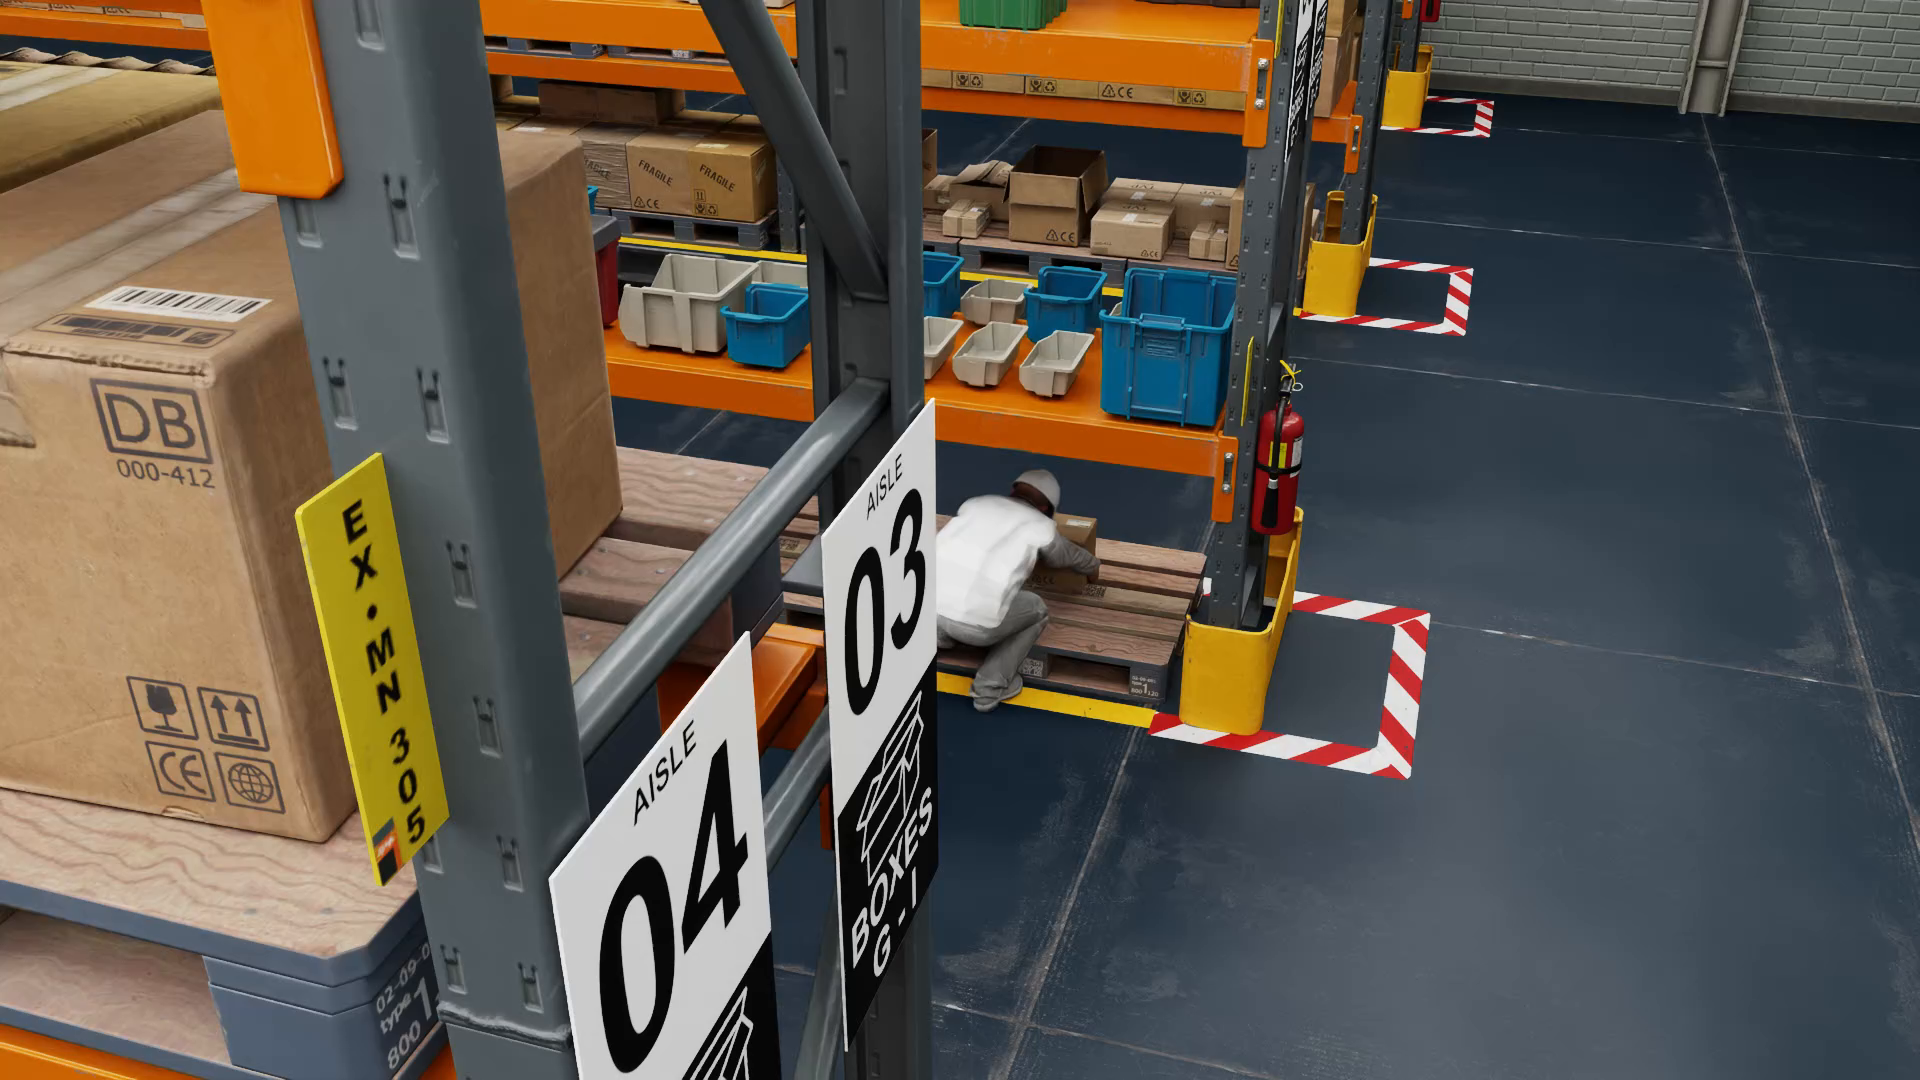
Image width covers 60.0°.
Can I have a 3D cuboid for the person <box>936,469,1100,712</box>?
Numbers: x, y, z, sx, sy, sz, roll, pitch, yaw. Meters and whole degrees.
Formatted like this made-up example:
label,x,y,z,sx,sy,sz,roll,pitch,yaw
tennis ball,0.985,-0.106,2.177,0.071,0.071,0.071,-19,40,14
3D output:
label,x,y,z,sx,sy,sz,roll,pitch,yaw
person,0.210,0.172,7.283,0.496,0.817,1.193,17,33,28
